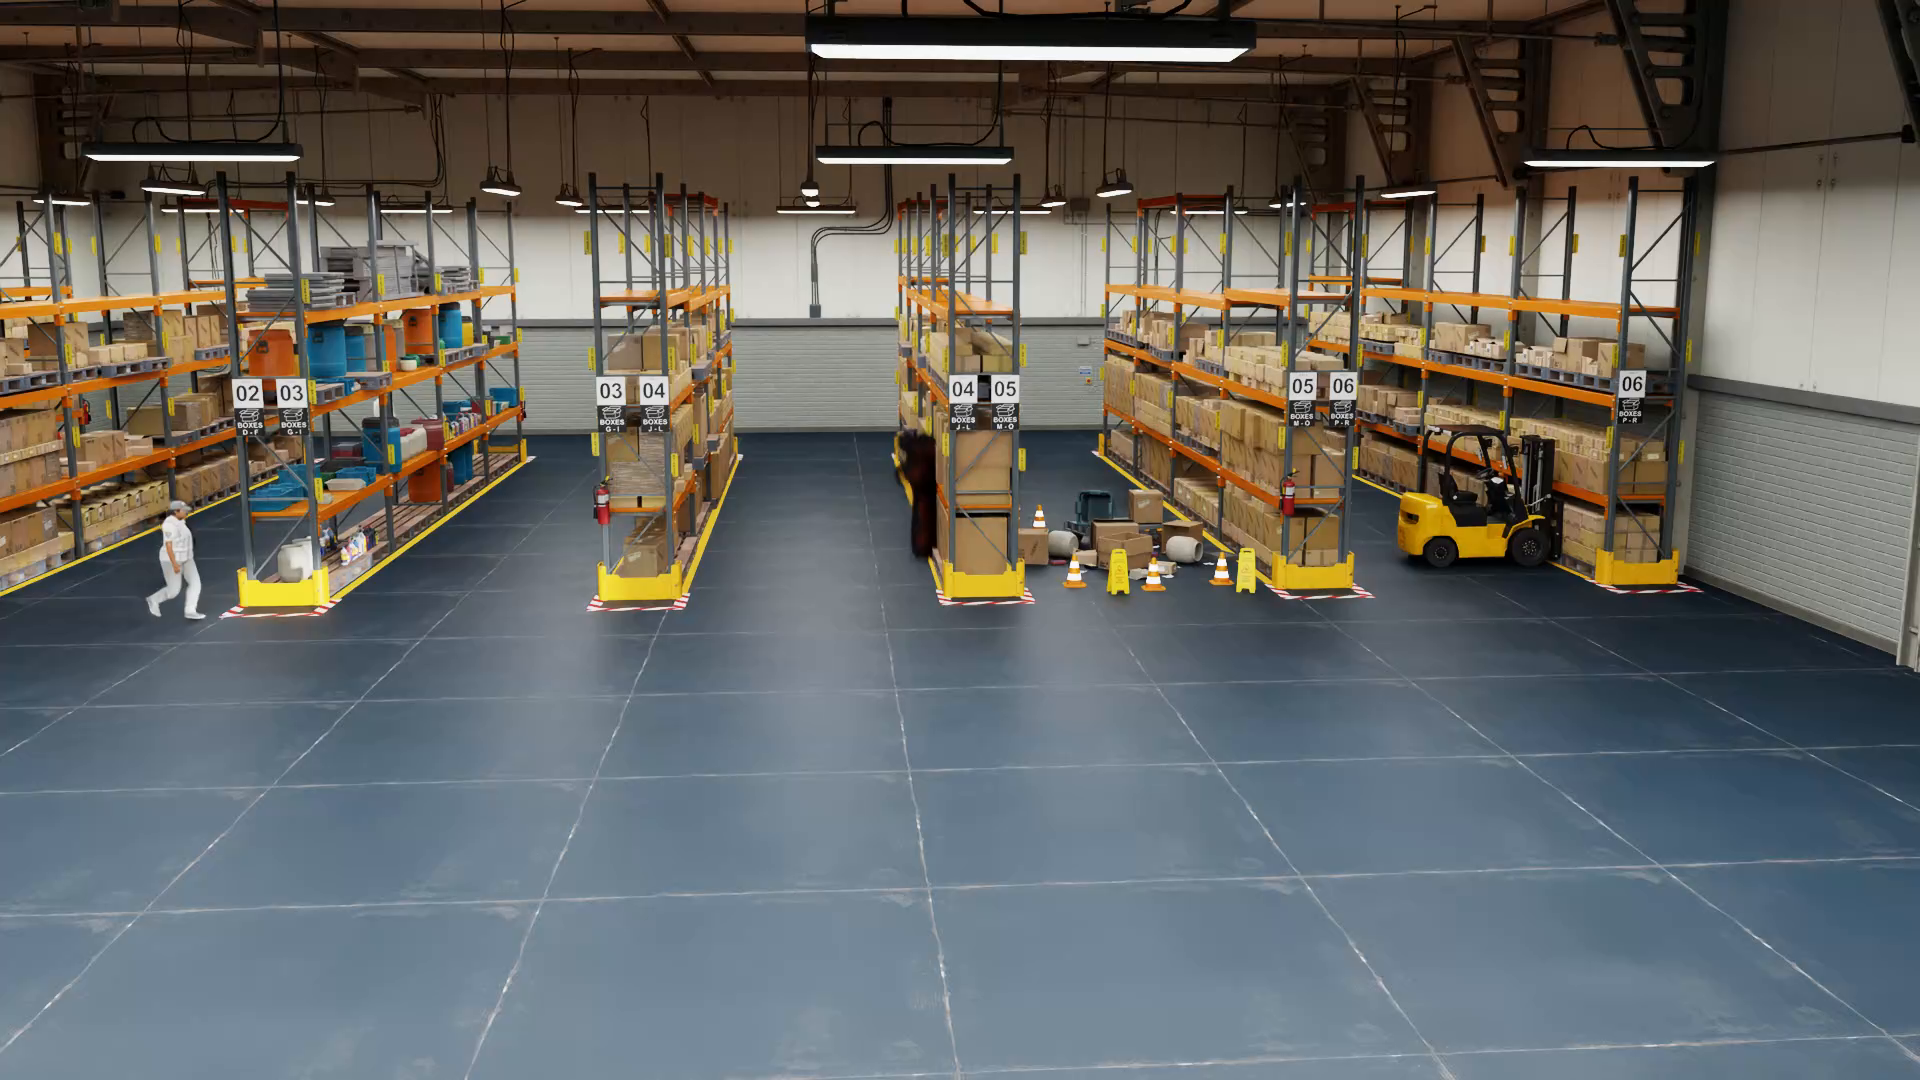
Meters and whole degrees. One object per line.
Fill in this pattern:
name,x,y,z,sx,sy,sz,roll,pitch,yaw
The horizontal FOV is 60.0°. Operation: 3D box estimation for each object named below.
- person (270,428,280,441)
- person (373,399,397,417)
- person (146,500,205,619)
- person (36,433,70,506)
person,-16.997,-3.240,41.986,0.861,1.749,0.622,2,10,13
person,-13.284,-2.648,38.610,0.448,1.809,0.609,2,10,11
person,-10.616,0.266,22.450,0.713,1.617,0.479,3,10,14
person,-17.820,-1.515,32.458,0.723,1.678,1.086,-1,10,-8
